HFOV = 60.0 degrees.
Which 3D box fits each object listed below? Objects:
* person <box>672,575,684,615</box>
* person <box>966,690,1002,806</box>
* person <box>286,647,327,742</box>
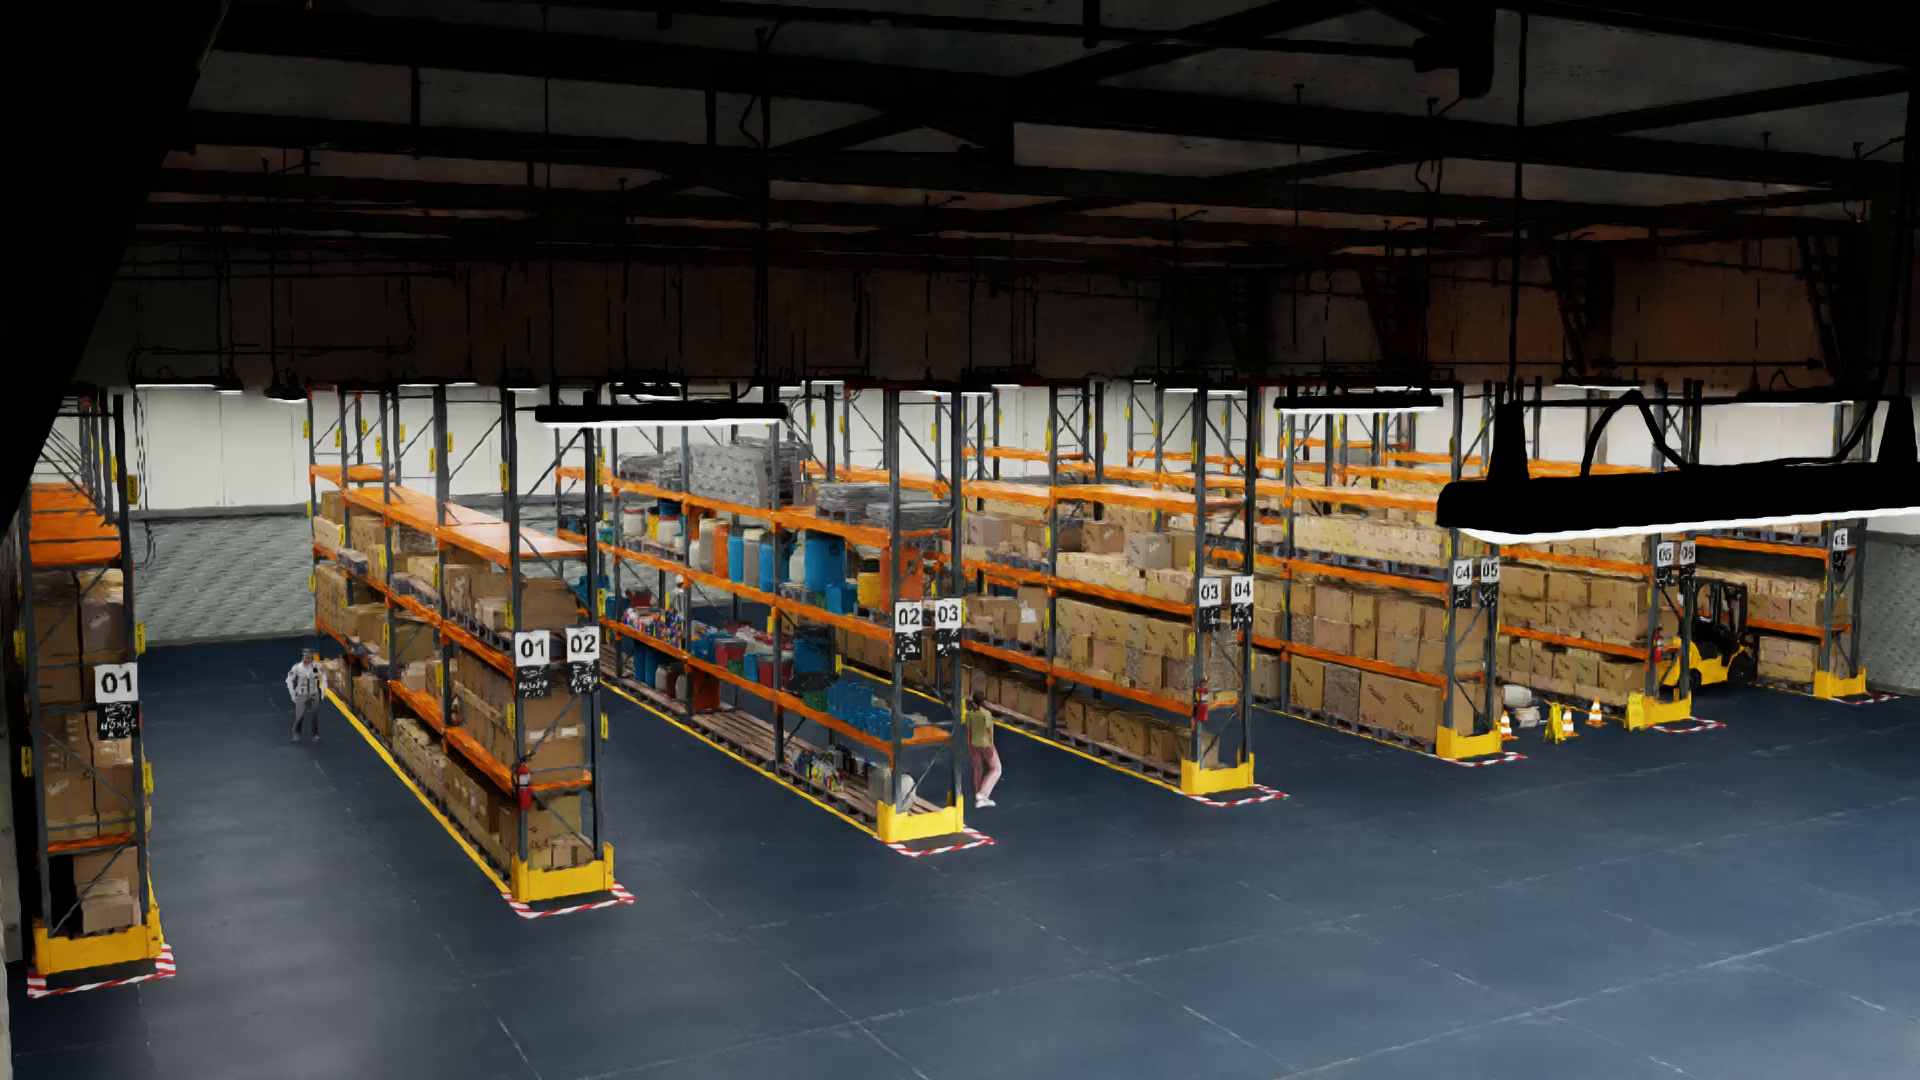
[{"bbox_3d":[-6.019,1.627,35.887,0.478,1.771,0.616,-3,7,-25],"label":"person"},{"bbox_3d":[0.315,2.978,23.741,0.503,1.670,0.432,4,7,31],"label":"person"},{"bbox_3d":[-10.920,2.573,27.813,0.639,1.632,0.512,-3,7,-29],"label":"person"}]
